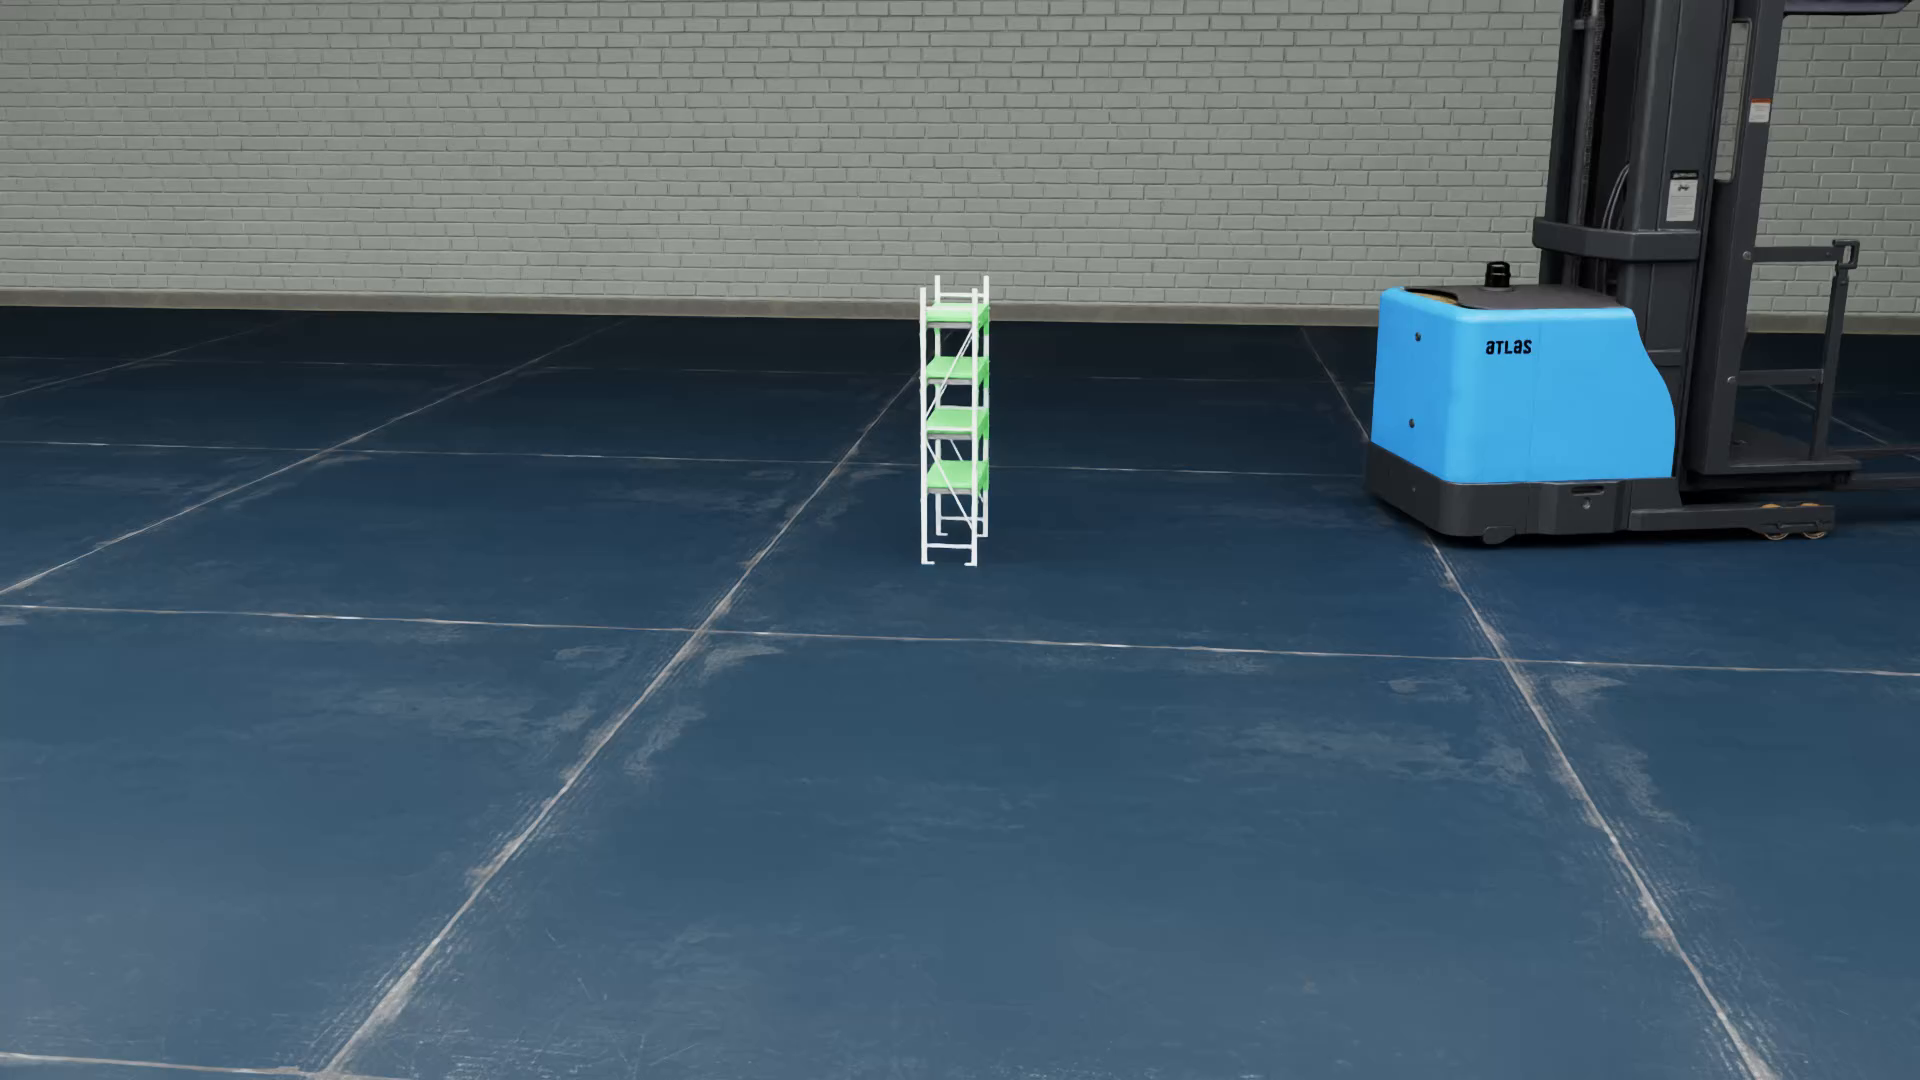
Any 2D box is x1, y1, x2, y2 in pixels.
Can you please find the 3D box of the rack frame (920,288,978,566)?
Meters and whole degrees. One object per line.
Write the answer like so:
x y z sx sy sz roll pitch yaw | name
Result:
-0.046 -0.473 7.113 0.240 1.200 0.015 2 15 6 | rack frame

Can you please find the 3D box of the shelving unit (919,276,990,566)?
-0.019 -0.536 7.347 0.258 1.200 0.503 2 15 6 | shelving unit

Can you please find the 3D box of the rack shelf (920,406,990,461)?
-0.019 -0.475 7.363 0.258 0.148 0.480 2 15 6 | rack shelf

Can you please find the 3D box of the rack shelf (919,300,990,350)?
-0.019 -0.938 7.238 0.258 0.148 0.480 2 15 6 | rack shelf

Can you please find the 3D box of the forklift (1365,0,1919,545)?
3.594 -1.548 7.773 3.031 2.935 1.130 -2 15 -8 | forklift

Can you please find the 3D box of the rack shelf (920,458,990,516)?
-0.019 -0.243 7.426 0.258 0.148 0.480 2 15 6 | rack shelf

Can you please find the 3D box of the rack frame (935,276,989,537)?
0.009 -0.600 7.581 0.240 1.200 0.015 2 15 6 | rack frame

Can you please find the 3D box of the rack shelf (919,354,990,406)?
-0.019 -0.706 7.301 0.258 0.148 0.480 2 15 6 | rack shelf
